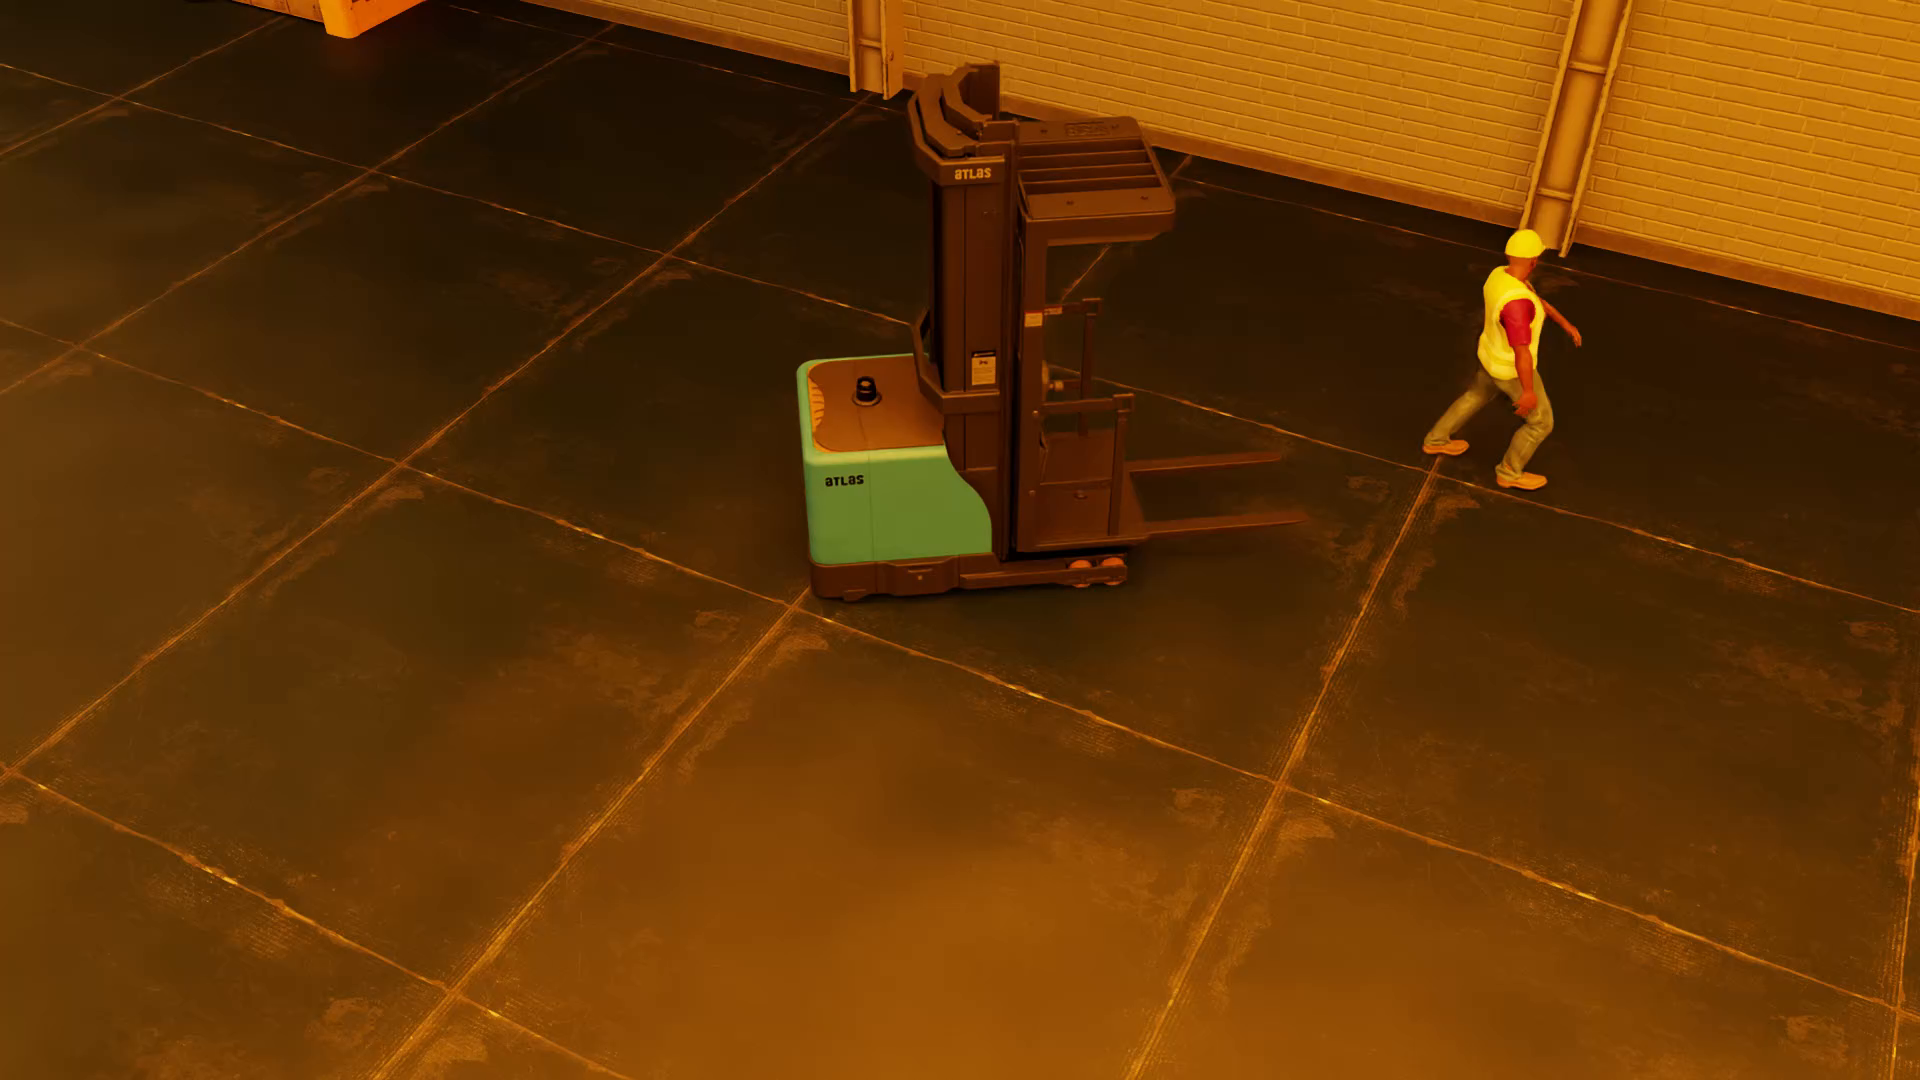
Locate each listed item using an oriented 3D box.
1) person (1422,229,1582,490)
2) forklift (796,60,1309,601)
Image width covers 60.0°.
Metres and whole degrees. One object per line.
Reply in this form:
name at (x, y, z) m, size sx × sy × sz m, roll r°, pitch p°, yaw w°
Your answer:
person at (3.458, -1.094, 10.261) m, size 0.817 × 1.690 × 0.753 m, roll -4°, pitch 40°, yaw -5°
forklift at (0.573, -1.173, 9.379) m, size 3.031 × 2.935 × 1.130 m, roll -4°, pitch 40°, yaw -5°
